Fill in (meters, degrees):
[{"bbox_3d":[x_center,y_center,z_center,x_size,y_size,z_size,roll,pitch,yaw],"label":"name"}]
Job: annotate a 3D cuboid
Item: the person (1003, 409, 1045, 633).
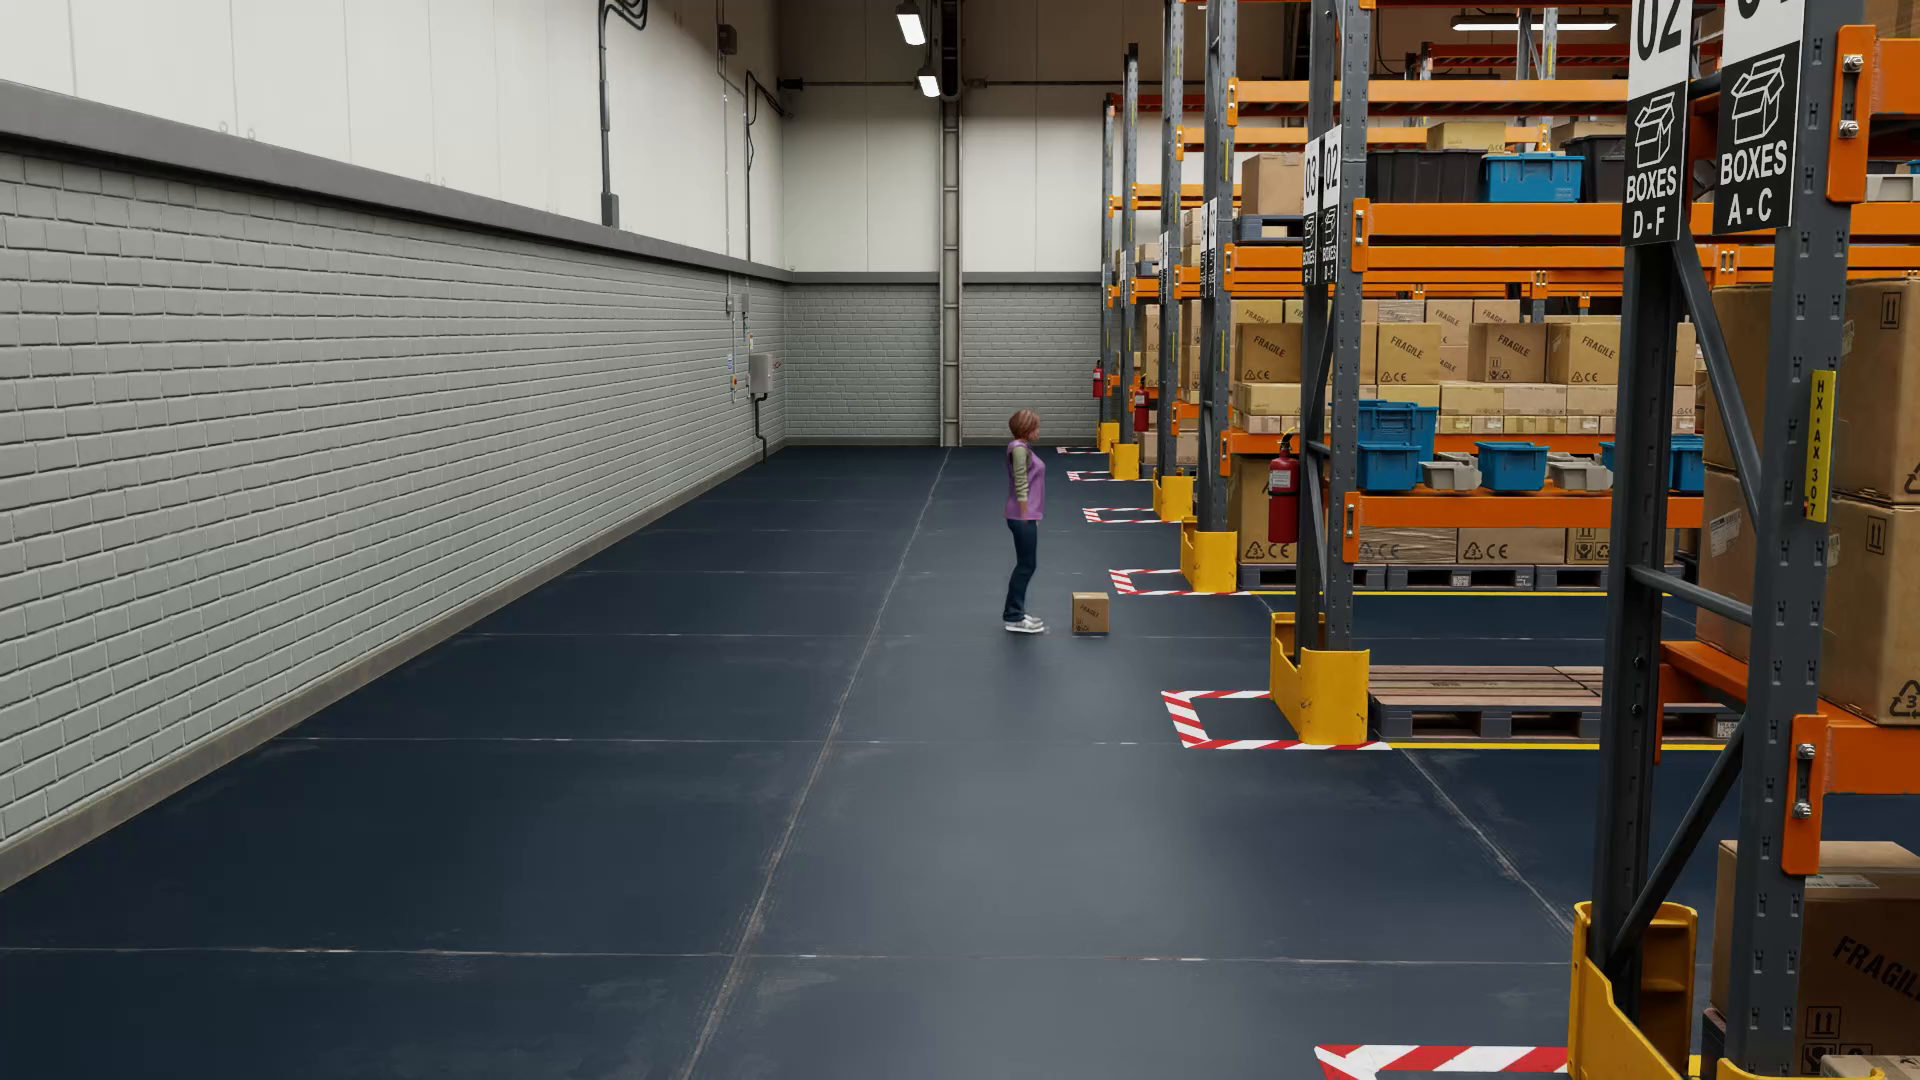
[{"bbox_3d":[0.460,-0.143,11.946,0.302,1.593,0.406,0,7,3],"label":"person"}]
